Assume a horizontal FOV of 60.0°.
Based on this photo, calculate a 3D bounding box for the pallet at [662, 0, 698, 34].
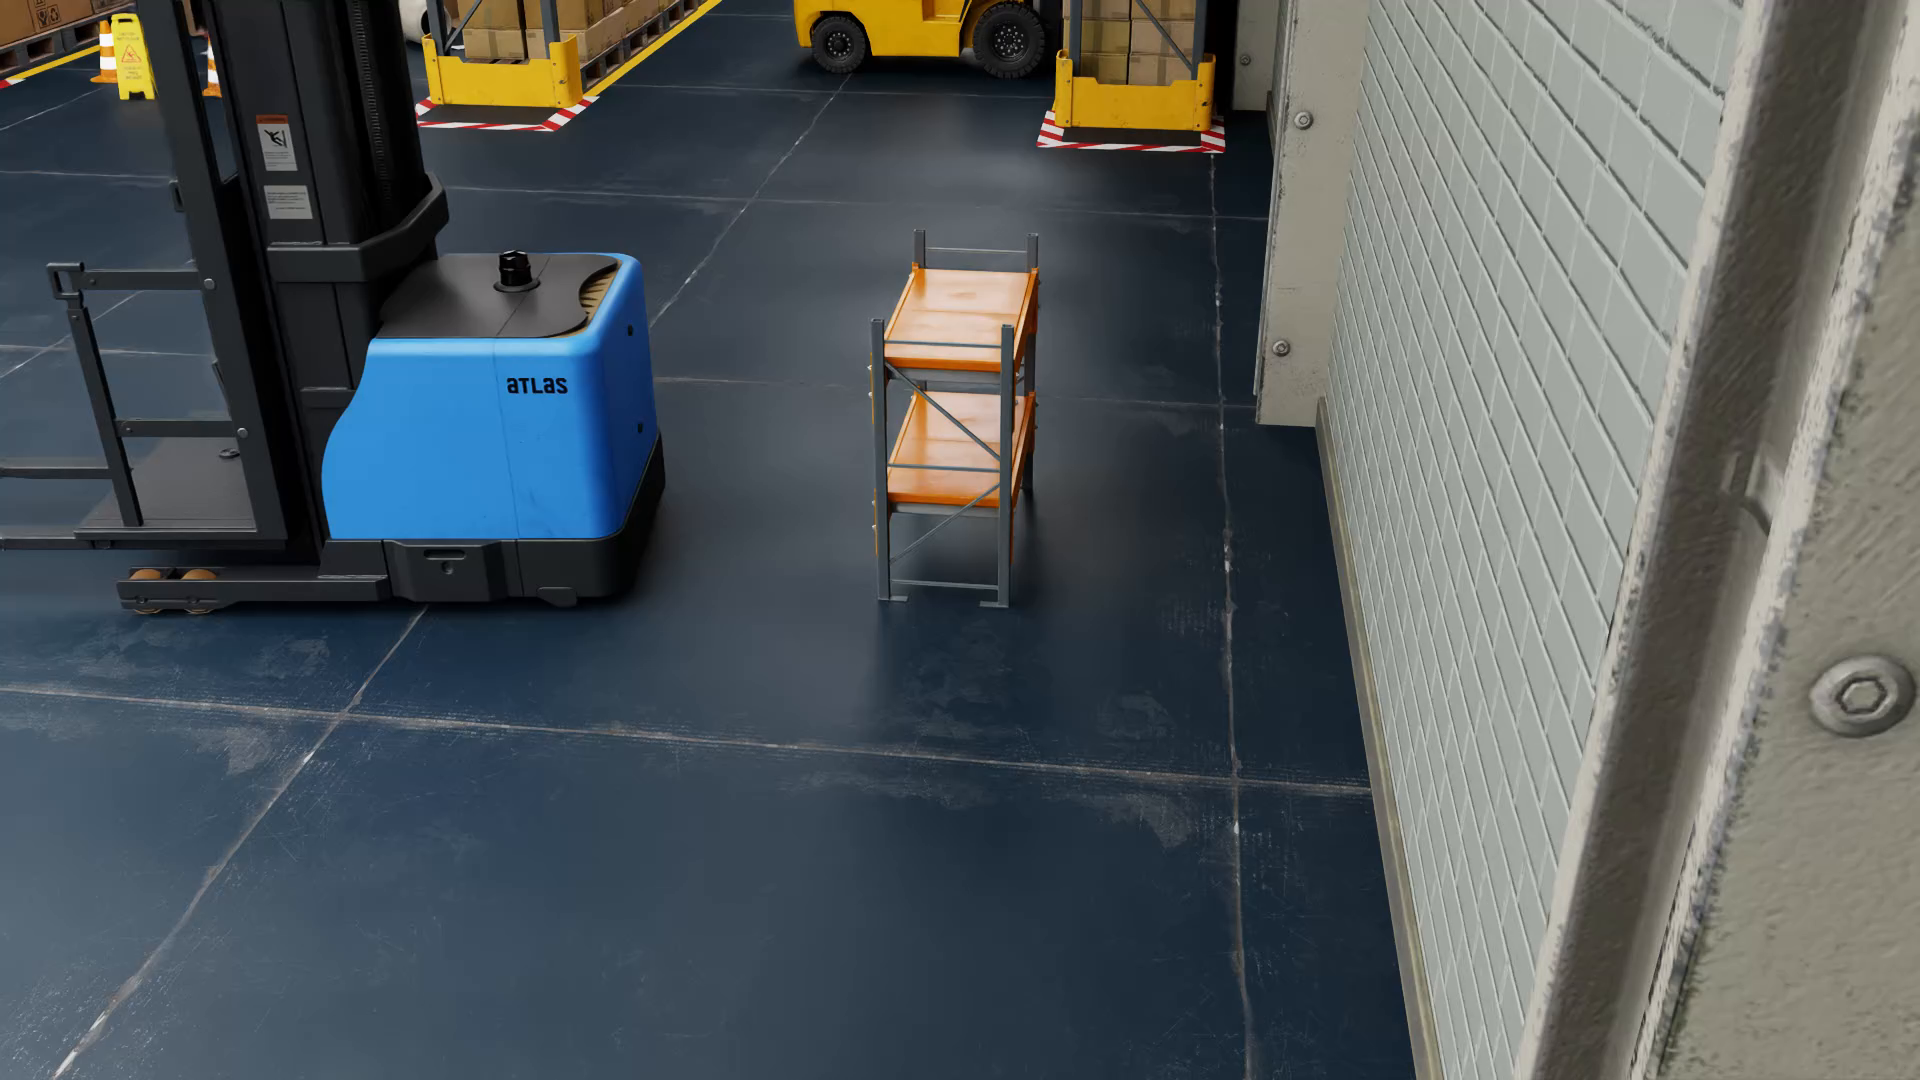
[{"bbox_3d":[-3.170,-5.120,16.031,1.003,0.211,1.213,3,28,6],"label":"pallet"}]

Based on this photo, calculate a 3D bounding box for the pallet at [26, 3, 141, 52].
[{"bbox_3d":[-8.365,-4.749,15.343,1.003,0.211,1.213,3,28,6],"label":"pallet"}]

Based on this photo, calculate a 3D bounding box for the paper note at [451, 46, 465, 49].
[{"bbox_3d":[-4.505,-4.441,14.962,0.142,0.019,0.148,-6,29,-11],"label":"paper note"}]

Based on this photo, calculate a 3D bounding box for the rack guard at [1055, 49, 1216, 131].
[{"bbox_3d":[1.311,-3.385,12.505,1.175,0.500,0.348,3,28,6],"label":"rack guard"}]

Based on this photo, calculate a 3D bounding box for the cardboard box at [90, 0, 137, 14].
[{"bbox_3d":[-8.301,-5.439,15.481,0.875,0.875,0.875,4,29,7],"label":"cardboard box"}]

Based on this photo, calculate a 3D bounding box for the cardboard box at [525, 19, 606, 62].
[{"bbox_3d":[-3.239,-4.121,13.693,0.500,0.250,0.500,3,28,6],"label":"cardboard box"}]

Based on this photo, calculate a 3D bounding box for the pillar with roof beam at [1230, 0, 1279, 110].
[{"bbox_3d":[-1.979,-7.663,11.486,9.100,9.000,0.400,3,28,6],"label":"pillar with roof beam"}]

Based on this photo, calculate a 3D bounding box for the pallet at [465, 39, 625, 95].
[{"bbox_3d":[-3.469,-3.972,13.899,1.003,0.211,1.213,3,28,6],"label":"pallet"}]

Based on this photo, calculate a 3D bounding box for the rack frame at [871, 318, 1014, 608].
[{"bbox_3d":[-0.061,-0.259,6.045,0.500,1.125,0.032,3,28,6],"label":"rack frame"}]

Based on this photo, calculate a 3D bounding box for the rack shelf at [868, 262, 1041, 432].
[{"bbox_3d":[0.001,-0.756,6.350,0.538,0.278,1.000,3,28,6],"label":"rack shelf"}]

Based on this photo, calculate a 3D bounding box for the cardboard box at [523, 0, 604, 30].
[{"bbox_3d":[-3.237,-4.462,13.536,0.500,0.500,0.500,2,28,4],"label":"cardboard box"}]

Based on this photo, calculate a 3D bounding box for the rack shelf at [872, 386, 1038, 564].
[{"bbox_3d":[0.001,-0.283,6.605,0.538,0.278,1.000,3,28,6],"label":"rack shelf"}]

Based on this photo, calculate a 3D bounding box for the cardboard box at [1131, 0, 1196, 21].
[{"bbox_3d":[1.561,-4.126,12.648,0.500,0.250,0.500,3,28,5],"label":"cardboard box"}]

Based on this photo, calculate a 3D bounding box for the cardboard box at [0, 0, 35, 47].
[{"bbox_3d":[-8.520,-4.596,13.915,0.875,0.875,0.875,4,29,6],"label":"cardboard box"}]

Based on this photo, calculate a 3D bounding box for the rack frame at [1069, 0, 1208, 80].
[{"bbox_3d":[1.314,-4.496,11.933,1.000,3.000,0.127,3,28,6],"label":"rack frame"}]

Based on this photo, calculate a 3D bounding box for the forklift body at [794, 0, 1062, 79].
[{"bbox_3d":[-0.264,-5.121,13.988,2.313,2.155,1.214,3,28,6],"label":"forklift body"}]

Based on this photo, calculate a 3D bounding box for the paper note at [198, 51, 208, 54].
[{"bbox_3d":[-6.666,-4.335,14.766,0.144,0.017,0.142,14,31,24],"label":"paper note"}]

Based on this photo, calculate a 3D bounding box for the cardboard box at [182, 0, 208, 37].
[{"bbox_3d":[-7.219,-5.016,15.531,0.500,0.500,0.500,8,29,15],"label":"cardboard box"}]

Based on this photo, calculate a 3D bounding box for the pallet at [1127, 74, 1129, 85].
[{"bbox_3d":[1.366,-3.631,13.268,1.003,0.211,1.213,3,28,6],"label":"pallet"}]

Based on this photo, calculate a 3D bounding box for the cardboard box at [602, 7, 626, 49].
[{"bbox_3d":[-3.169,-4.361,14.138,0.500,0.250,0.500,4,29,8],"label":"cardboard box"}]

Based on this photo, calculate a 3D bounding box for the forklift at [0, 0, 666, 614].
[{"bbox_3d":[-2.761,-1.263,6.004,3.031,2.935,1.130,0,28,0],"label":"forklift"}]

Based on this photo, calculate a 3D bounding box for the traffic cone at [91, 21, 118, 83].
[{"bbox_3d":[-7.063,-4.074,13.824,0.336,0.463,0.334,3,28,6],"label":"traffic cone"}]

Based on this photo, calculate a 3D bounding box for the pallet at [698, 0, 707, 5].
[{"bbox_3d":[-3.029,-5.805,17.302,1.003,0.211,1.213,3,28,6],"label":"pallet"}]

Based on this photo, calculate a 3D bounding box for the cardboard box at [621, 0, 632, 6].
[{"bbox_3d":[-3.108,-4.944,14.431,0.500,0.500,0.500,4,29,7],"label":"cardboard box"}]

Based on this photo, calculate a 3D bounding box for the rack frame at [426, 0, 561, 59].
[{"bbox_3d":[-3.613,-4.783,12.466,1.000,3.000,0.127,3,28,6],"label":"rack frame"}]

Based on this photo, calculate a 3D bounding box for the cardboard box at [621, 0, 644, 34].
[{"bbox_3d":[-3.115,-4.619,14.616,0.500,0.250,0.500,5,29,10],"label":"cardboard box"}]

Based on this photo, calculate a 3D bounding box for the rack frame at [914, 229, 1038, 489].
[{"bbox_3d":[0.063,-0.738,6.933,0.500,1.125,0.032,3,28,6],"label":"rack frame"}]

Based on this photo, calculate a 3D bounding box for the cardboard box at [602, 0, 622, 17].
[{"bbox_3d":[-3.177,-4.709,13.993,0.500,0.500,0.500,2,28,4],"label":"cardboard box"}]

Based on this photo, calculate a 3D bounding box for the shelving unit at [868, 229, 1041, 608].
[{"bbox_3d":[0.001,-0.498,6.489,0.538,1.125,1.048,3,28,6],"label":"shelving unit"}]

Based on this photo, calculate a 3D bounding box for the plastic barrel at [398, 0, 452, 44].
[{"bbox_3d":[-4.862,-4.709,15.045,0.421,0.421,0.512,-24,36,-37],"label":"plastic barrel"}]

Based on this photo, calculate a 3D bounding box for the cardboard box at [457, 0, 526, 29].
[{"bbox_3d":[-3.773,-4.480,13.568,0.500,0.500,0.500,4,29,7],"label":"cardboard box"}]

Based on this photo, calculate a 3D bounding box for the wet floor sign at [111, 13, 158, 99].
[{"bbox_3d":[-6.576,-3.858,13.231,0.267,0.644,0.232,-1,28,-3],"label":"wet floor sign"}]

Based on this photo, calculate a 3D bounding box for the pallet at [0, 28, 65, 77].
[{"bbox_3d":[-8.517,-4.176,14.280,1.003,0.211,1.213,3,28,6],"label":"pallet"}]

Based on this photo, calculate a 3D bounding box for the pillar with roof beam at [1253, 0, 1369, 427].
[{"bbox_3d":[-2.714,-4.839,6.244,9.100,9.000,0.400,3,28,6],"label":"pillar with roof beam"}]

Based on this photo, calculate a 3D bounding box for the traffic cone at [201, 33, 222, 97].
[{"bbox_3d":[-5.984,-3.848,13.405,0.336,0.463,0.334,3,28,6],"label":"traffic cone"}]

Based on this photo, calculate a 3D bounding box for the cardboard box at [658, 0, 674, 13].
[{"bbox_3d":[-2.983,-5.095,15.501,0.500,0.250,0.500,3,28,5],"label":"cardboard box"}]

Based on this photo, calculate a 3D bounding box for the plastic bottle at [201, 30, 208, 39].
[{"bbox_3d":[-6.856,-4.682,15.377,0.283,0.061,0.133,-6,29,-11],"label":"plastic bottle"}]

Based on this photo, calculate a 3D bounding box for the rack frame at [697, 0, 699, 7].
[{"bbox_3d":[-3.122,-6.666,15.961,1.000,3.000,0.127,3,28,6],"label":"rack frame"}]

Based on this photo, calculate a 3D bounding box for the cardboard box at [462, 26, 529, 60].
[{"bbox_3d":[-3.778,-4.165,13.774,0.500,0.250,0.500,3,28,6],"label":"cardboard box"}]

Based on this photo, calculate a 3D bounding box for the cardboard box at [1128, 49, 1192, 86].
[{"bbox_3d":[1.568,-3.691,12.894,0.500,0.250,0.500,3,29,6],"label":"cardboard box"}]

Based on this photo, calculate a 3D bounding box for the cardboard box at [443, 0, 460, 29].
[{"bbox_3d":[-4.604,-5.141,15.763,0.500,0.500,0.500,-24,36,-37],"label":"cardboard box"}]

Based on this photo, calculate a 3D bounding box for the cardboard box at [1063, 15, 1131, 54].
[{"bbox_3d":[1.064,-3.938,12.826,0.500,0.250,0.500,3,28,6],"label":"cardboard box"}]

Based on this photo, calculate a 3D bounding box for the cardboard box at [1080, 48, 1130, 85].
[{"bbox_3d":[1.058,-3.710,12.931,0.500,0.250,0.500,4,29,7],"label":"cardboard box"}]

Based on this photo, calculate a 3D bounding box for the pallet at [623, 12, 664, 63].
[{"bbox_3d":[-3.317,-4.544,14.962,1.003,0.211,1.213,3,28,6],"label":"pallet"}]

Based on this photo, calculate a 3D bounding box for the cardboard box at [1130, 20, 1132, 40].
[{"bbox_3d":[1.136,-4.174,13.263,0.500,0.250,0.500,3,28,6],"label":"cardboard box"}]

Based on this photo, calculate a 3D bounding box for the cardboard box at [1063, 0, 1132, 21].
[{"bbox_3d":[1.061,-4.146,12.685,0.500,0.250,0.500,4,29,8],"label":"cardboard box"}]

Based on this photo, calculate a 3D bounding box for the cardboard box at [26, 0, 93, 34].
[{"bbox_3d":[-8.414,-5.010,14.684,0.875,0.875,0.875,3,28,5],"label":"cardboard box"}]

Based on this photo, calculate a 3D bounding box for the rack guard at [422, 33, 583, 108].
[{"bbox_3d":[-3.603,-3.718,13.125,1.175,0.500,0.348,3,28,6],"label":"rack guard"}]

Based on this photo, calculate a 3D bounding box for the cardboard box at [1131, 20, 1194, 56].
[{"bbox_3d":[1.578,-3.900,12.756,0.500,0.250,0.500,4,29,7],"label":"cardboard box"}]

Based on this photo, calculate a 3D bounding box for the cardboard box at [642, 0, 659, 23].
[{"bbox_3d":[-3.050,-4.856,15.057,0.500,0.250,0.500,4,29,7],"label":"cardboard box"}]

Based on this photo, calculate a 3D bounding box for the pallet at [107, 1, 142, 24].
[{"bbox_3d":[-8.218,-5.325,16.412,1.003,0.211,1.213,3,28,6],"label":"pallet"}]
